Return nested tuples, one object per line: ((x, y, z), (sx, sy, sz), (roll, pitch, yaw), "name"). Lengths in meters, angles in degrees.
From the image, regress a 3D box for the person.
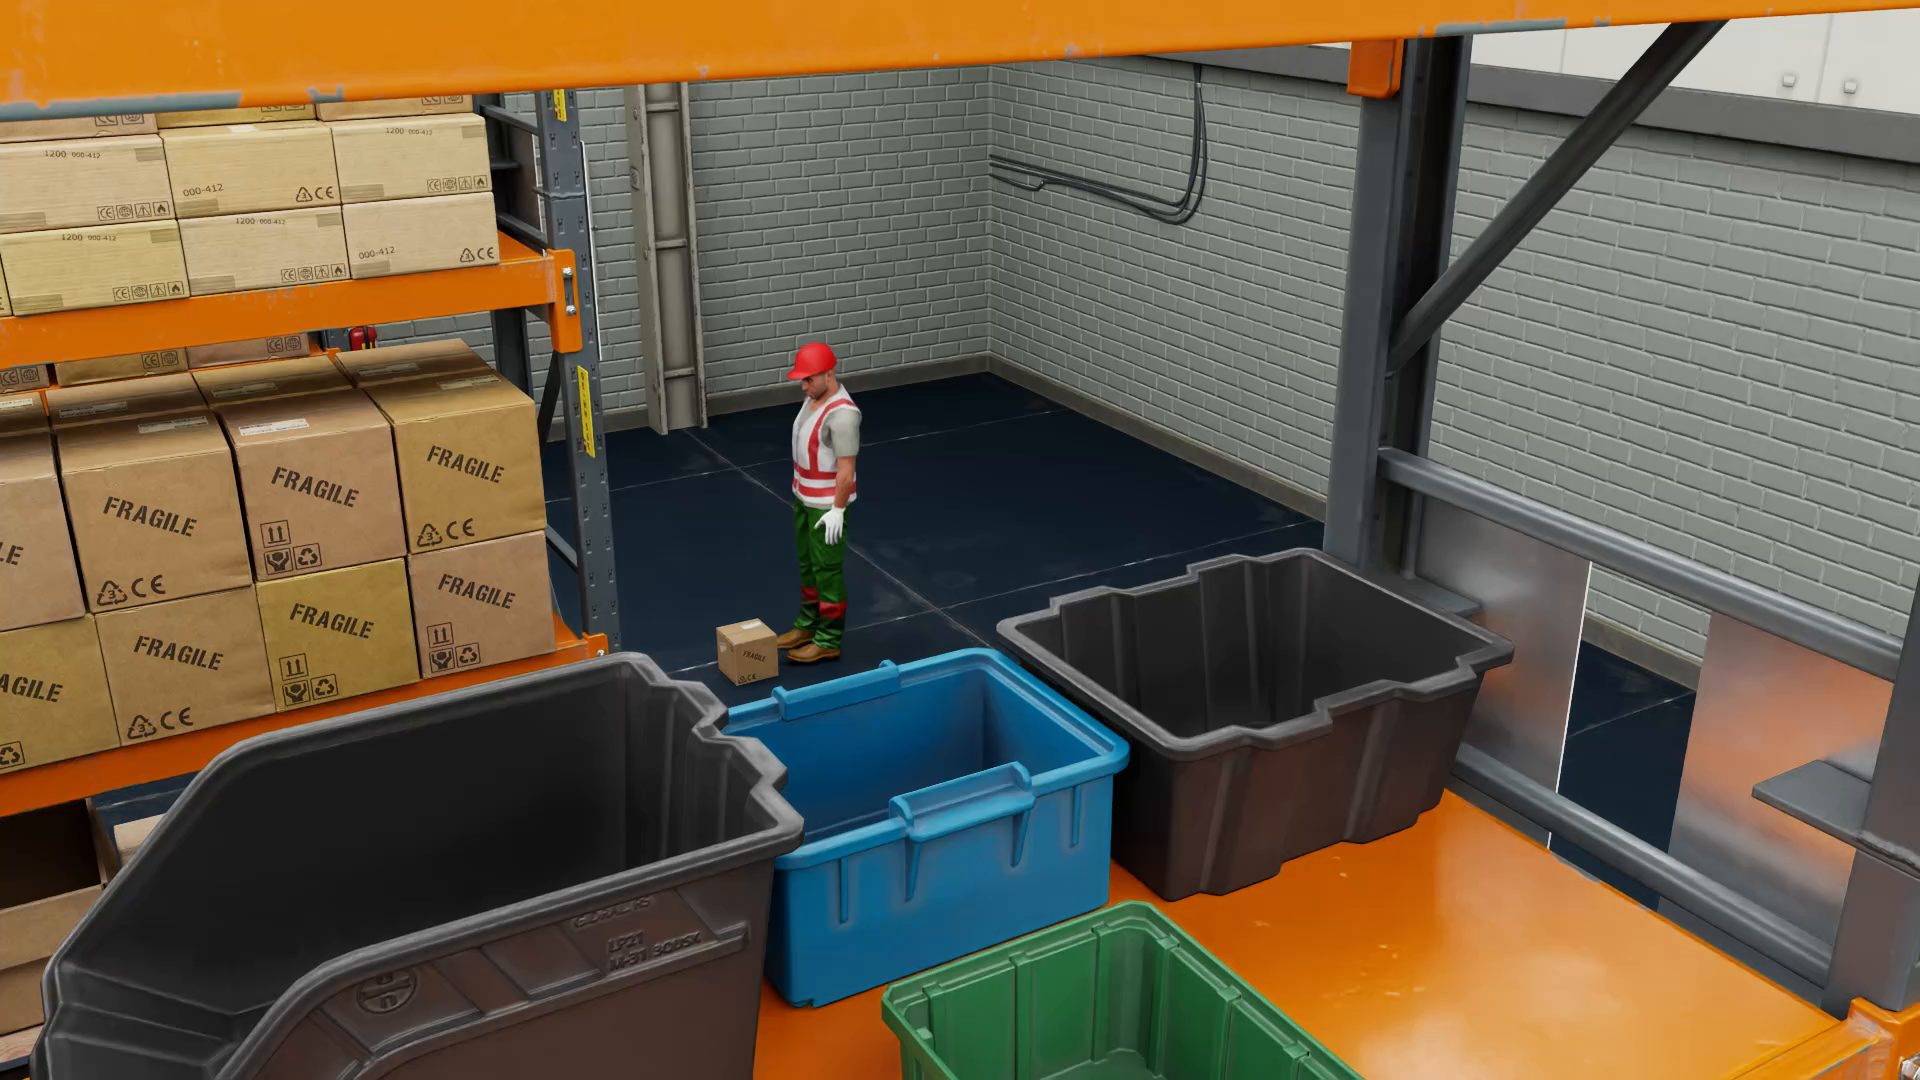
((-0.746, -0.231, 9.016), (0.358, 1.732, 0.539), (-10, 24, -23), "person")
